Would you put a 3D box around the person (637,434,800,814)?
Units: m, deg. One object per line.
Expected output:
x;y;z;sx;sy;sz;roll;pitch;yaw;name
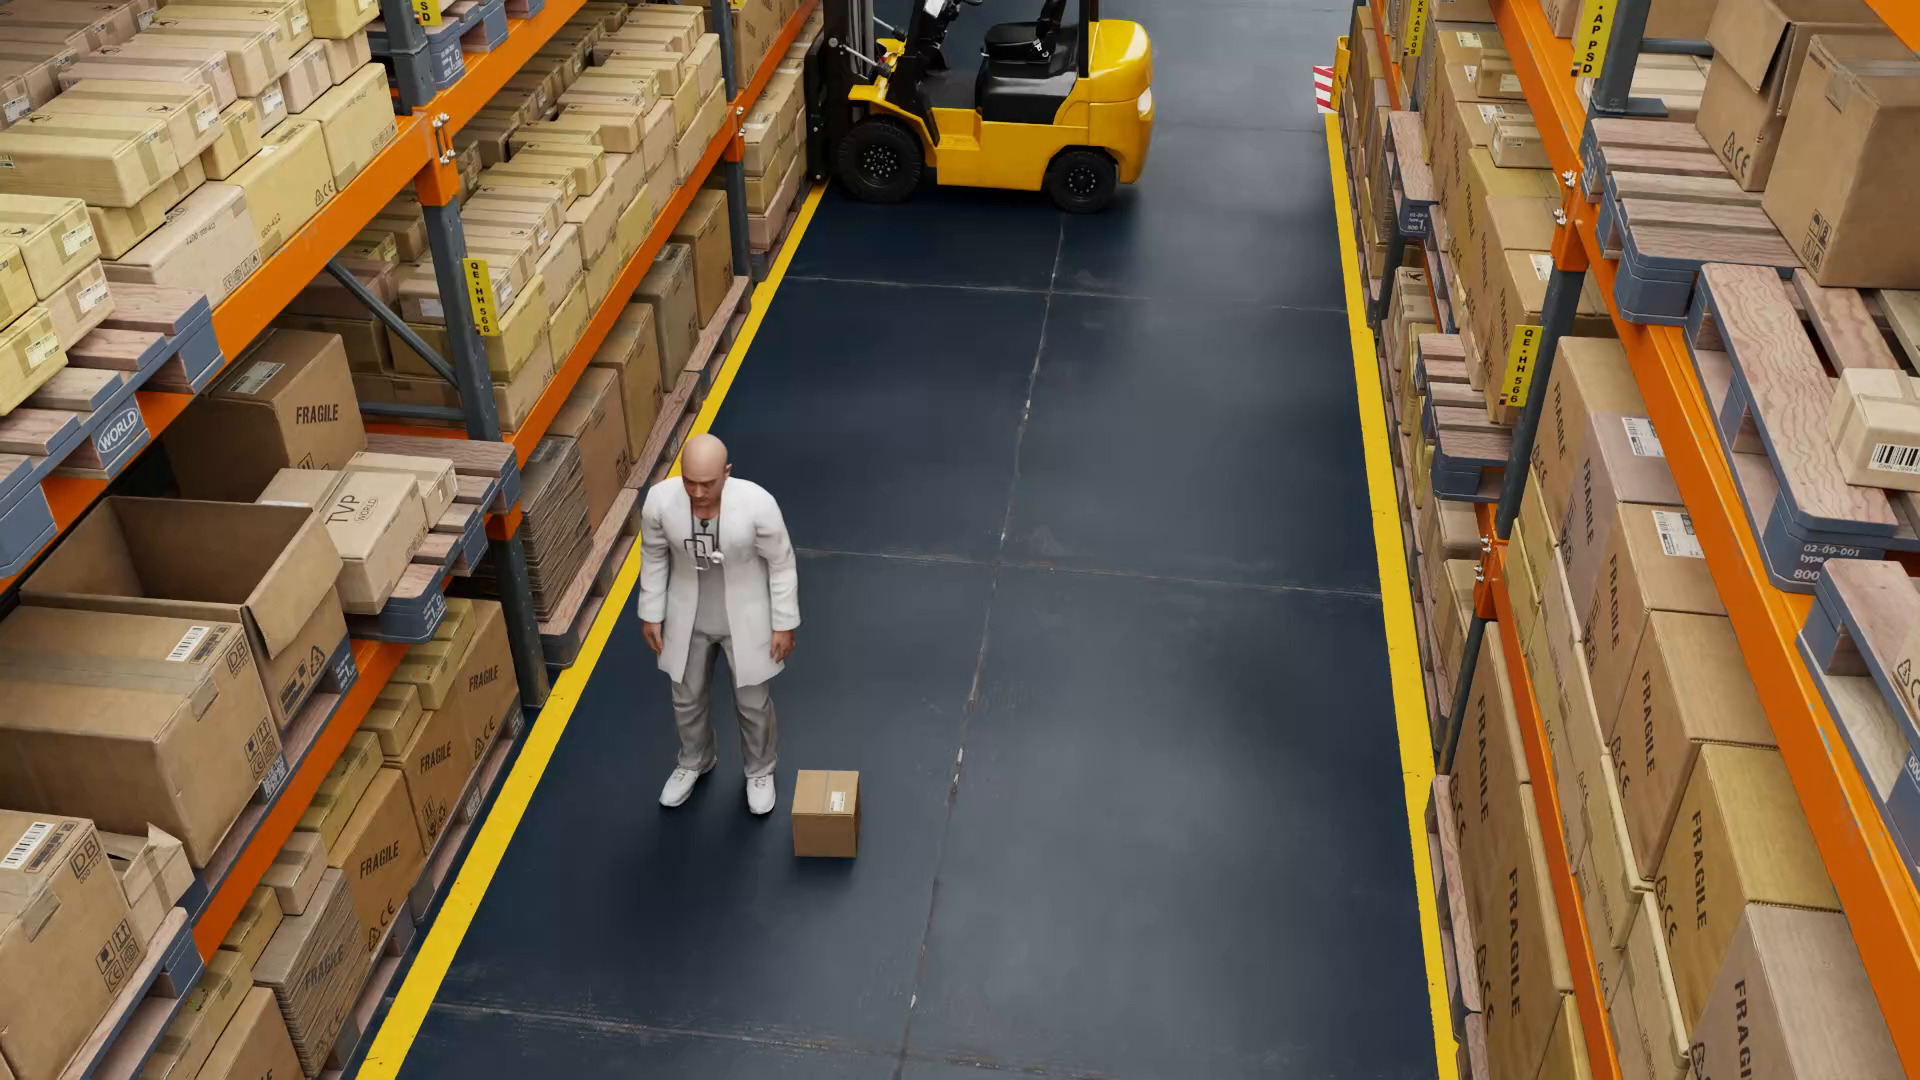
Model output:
-0.954;0.319;6.610;0.655;1.774;0.415;4;36;6;person
